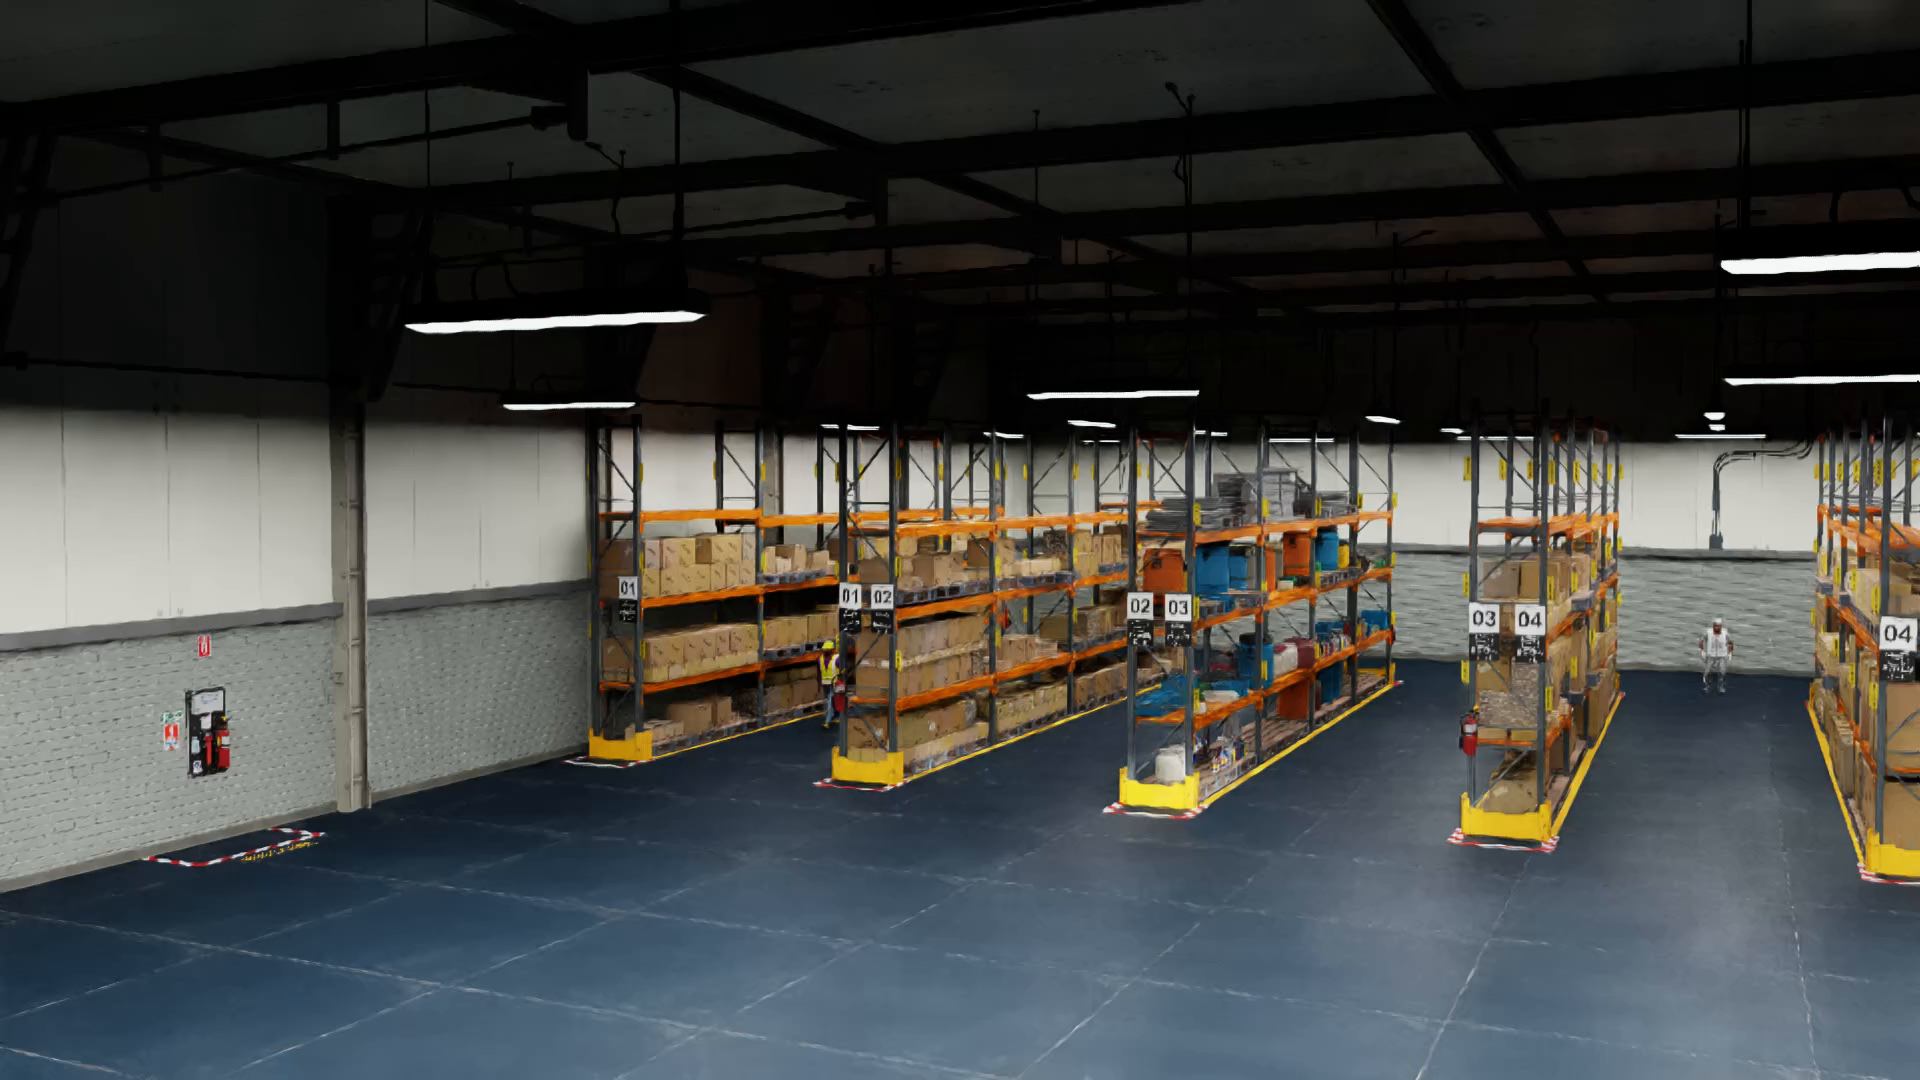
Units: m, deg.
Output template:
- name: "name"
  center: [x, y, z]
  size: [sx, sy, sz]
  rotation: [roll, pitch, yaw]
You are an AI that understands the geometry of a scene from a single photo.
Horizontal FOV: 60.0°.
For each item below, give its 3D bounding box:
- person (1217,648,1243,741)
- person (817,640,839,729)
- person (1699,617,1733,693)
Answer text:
- name: "person"
  center: [4.772, 2.744, 29.451]
  size: [0.484, 1.672, 0.514]
  rotation: [1, 2, 17]
- name: "person"
  center: [-2.560, 2.808, 32.562]
  size: [0.577, 1.687, 1.121]
  rotation: [1, 3, 27]
- name: "person"
  center: [17.044, 2.601, 37.486]
  size: [0.702, 1.735, 0.549]
  rotation: [1, 3, 23]
